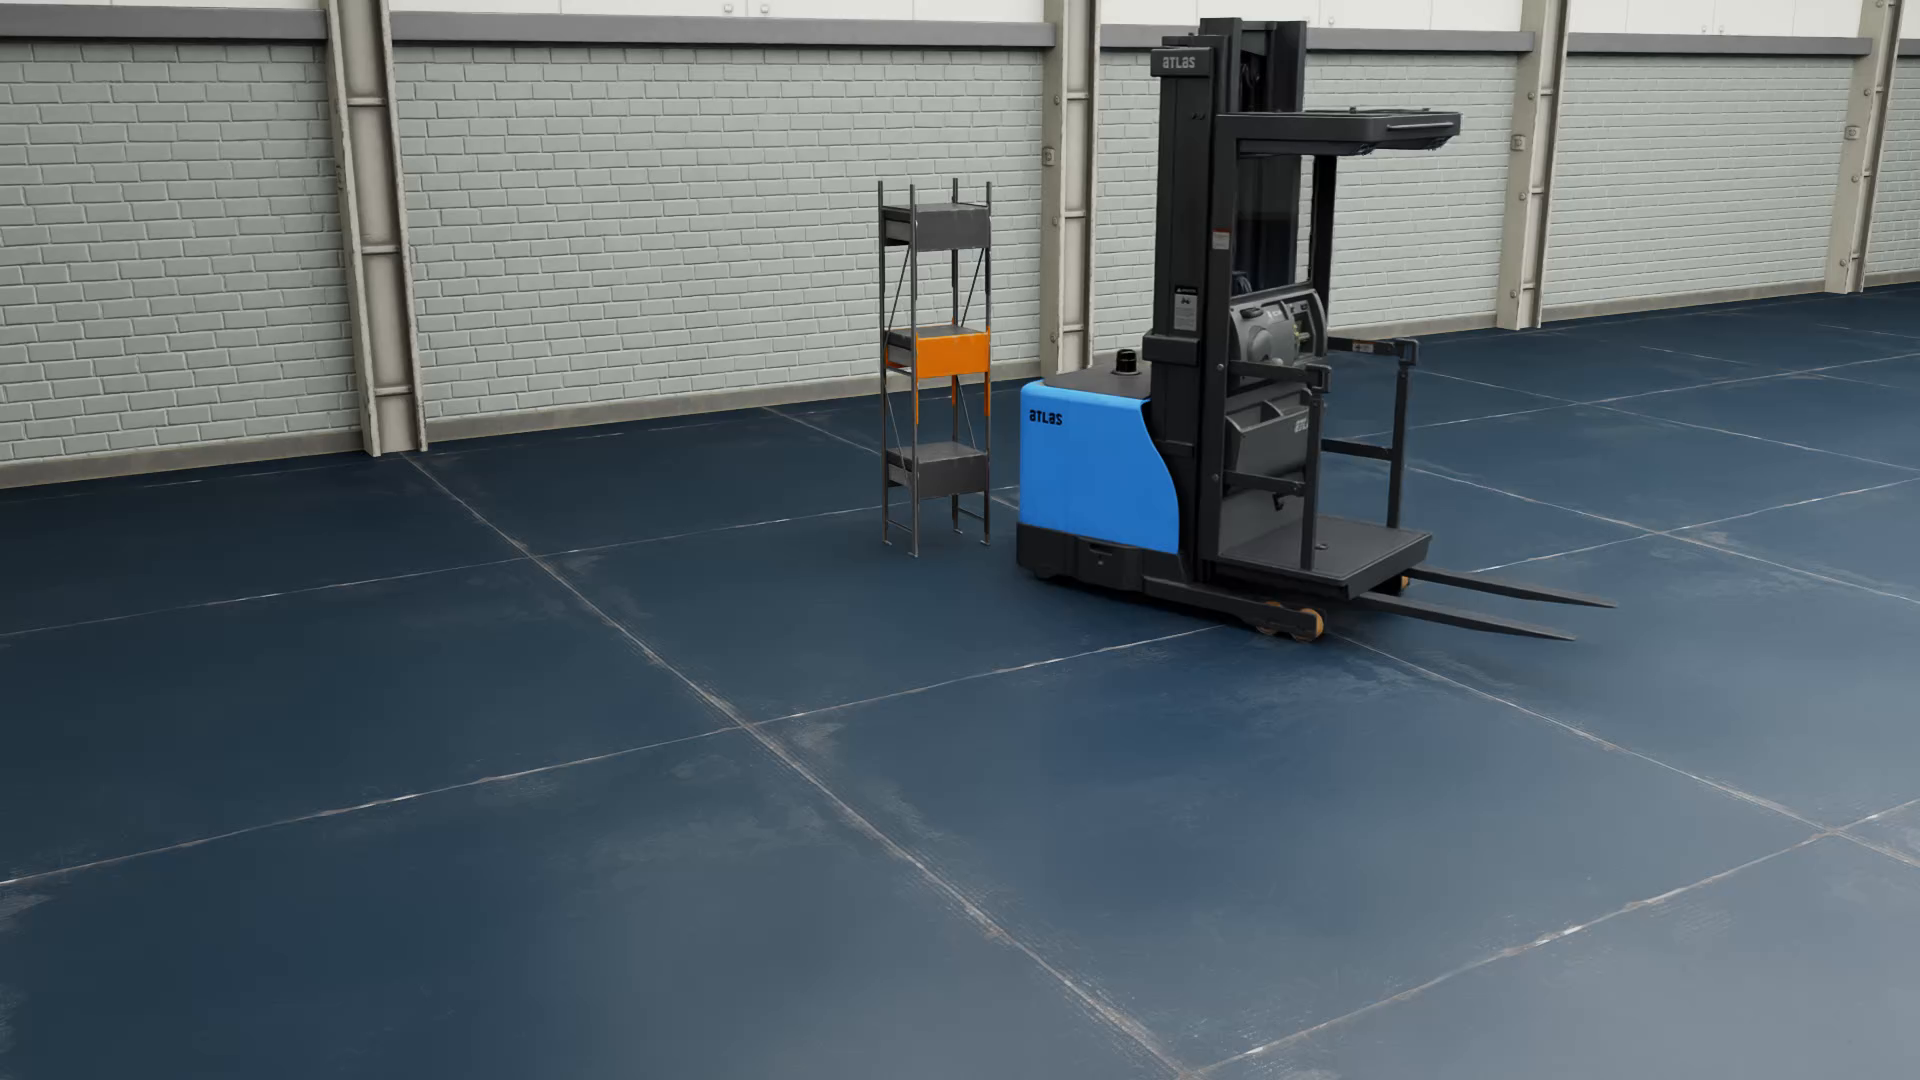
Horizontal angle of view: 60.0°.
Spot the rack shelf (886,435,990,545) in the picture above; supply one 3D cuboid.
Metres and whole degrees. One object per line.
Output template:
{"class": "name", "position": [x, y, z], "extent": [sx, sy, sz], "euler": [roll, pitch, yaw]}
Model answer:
{"class": "rack shelf", "position": [-0.142, -0.301, 9.737], "extent": [0.480, 0.518, 0.431], "euler": [-9, 18, -30]}

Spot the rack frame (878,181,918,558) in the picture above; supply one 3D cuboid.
{"class": "rack frame", "position": [-0.351, -0.954, 9.423], "extent": [0.015, 2.100, 0.400], "euler": [-9, 18, -30]}

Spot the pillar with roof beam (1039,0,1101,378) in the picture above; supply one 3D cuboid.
{"class": "pillar with roof beam", "position": [3.189, -4.839, 10.501], "extent": [0.400, 9.000, 9.100], "euler": [-9, 18, -30]}

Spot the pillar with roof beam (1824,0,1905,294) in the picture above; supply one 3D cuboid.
{"class": "pillar with roof beam", "position": [13.475, -6.507, 16.451], "extent": [0.400, 9.000, 9.100], "euler": [-9, 18, -30]}

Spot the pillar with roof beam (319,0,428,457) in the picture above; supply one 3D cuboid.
{"class": "pillar with roof beam", "position": [-1.954, -4.005, 7.525], "extent": [0.400, 9.000, 9.100], "euler": [-9, 18, -30]}

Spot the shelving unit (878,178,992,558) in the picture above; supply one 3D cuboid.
{"class": "shelving unit", "position": [-0.142, -0.988, 9.544], "extent": [0.503, 2.100, 0.431], "euler": [-9, 18, -30]}

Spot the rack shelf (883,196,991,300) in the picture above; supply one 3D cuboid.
{"class": "rack shelf", "position": [-0.142, -1.649, 9.359], "extent": [0.480, 0.518, 0.431], "euler": [-9, 18, -30]}

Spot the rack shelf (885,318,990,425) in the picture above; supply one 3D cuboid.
{"class": "rack shelf", "position": [-0.142, -0.975, 9.548], "extent": [0.480, 0.518, 0.431], "euler": [-9, 18, -30]}

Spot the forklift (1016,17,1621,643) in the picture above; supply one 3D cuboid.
{"class": "forklift", "position": [1.780, -1.071, 8.301], "extent": [3.031, 2.935, 1.130], "euler": [12, 20, 37]}

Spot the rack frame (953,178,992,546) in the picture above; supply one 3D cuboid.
{"class": "rack frame", "position": [0.067, -1.022, 9.665], "extent": [0.015, 2.100, 0.400], "euler": [-9, 18, -30]}

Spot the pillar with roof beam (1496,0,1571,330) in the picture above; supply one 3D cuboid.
{"class": "pillar with roof beam", "position": [8.332, -5.673, 13.476], "extent": [0.400, 9.000, 9.100], "euler": [-9, 18, -30]}
